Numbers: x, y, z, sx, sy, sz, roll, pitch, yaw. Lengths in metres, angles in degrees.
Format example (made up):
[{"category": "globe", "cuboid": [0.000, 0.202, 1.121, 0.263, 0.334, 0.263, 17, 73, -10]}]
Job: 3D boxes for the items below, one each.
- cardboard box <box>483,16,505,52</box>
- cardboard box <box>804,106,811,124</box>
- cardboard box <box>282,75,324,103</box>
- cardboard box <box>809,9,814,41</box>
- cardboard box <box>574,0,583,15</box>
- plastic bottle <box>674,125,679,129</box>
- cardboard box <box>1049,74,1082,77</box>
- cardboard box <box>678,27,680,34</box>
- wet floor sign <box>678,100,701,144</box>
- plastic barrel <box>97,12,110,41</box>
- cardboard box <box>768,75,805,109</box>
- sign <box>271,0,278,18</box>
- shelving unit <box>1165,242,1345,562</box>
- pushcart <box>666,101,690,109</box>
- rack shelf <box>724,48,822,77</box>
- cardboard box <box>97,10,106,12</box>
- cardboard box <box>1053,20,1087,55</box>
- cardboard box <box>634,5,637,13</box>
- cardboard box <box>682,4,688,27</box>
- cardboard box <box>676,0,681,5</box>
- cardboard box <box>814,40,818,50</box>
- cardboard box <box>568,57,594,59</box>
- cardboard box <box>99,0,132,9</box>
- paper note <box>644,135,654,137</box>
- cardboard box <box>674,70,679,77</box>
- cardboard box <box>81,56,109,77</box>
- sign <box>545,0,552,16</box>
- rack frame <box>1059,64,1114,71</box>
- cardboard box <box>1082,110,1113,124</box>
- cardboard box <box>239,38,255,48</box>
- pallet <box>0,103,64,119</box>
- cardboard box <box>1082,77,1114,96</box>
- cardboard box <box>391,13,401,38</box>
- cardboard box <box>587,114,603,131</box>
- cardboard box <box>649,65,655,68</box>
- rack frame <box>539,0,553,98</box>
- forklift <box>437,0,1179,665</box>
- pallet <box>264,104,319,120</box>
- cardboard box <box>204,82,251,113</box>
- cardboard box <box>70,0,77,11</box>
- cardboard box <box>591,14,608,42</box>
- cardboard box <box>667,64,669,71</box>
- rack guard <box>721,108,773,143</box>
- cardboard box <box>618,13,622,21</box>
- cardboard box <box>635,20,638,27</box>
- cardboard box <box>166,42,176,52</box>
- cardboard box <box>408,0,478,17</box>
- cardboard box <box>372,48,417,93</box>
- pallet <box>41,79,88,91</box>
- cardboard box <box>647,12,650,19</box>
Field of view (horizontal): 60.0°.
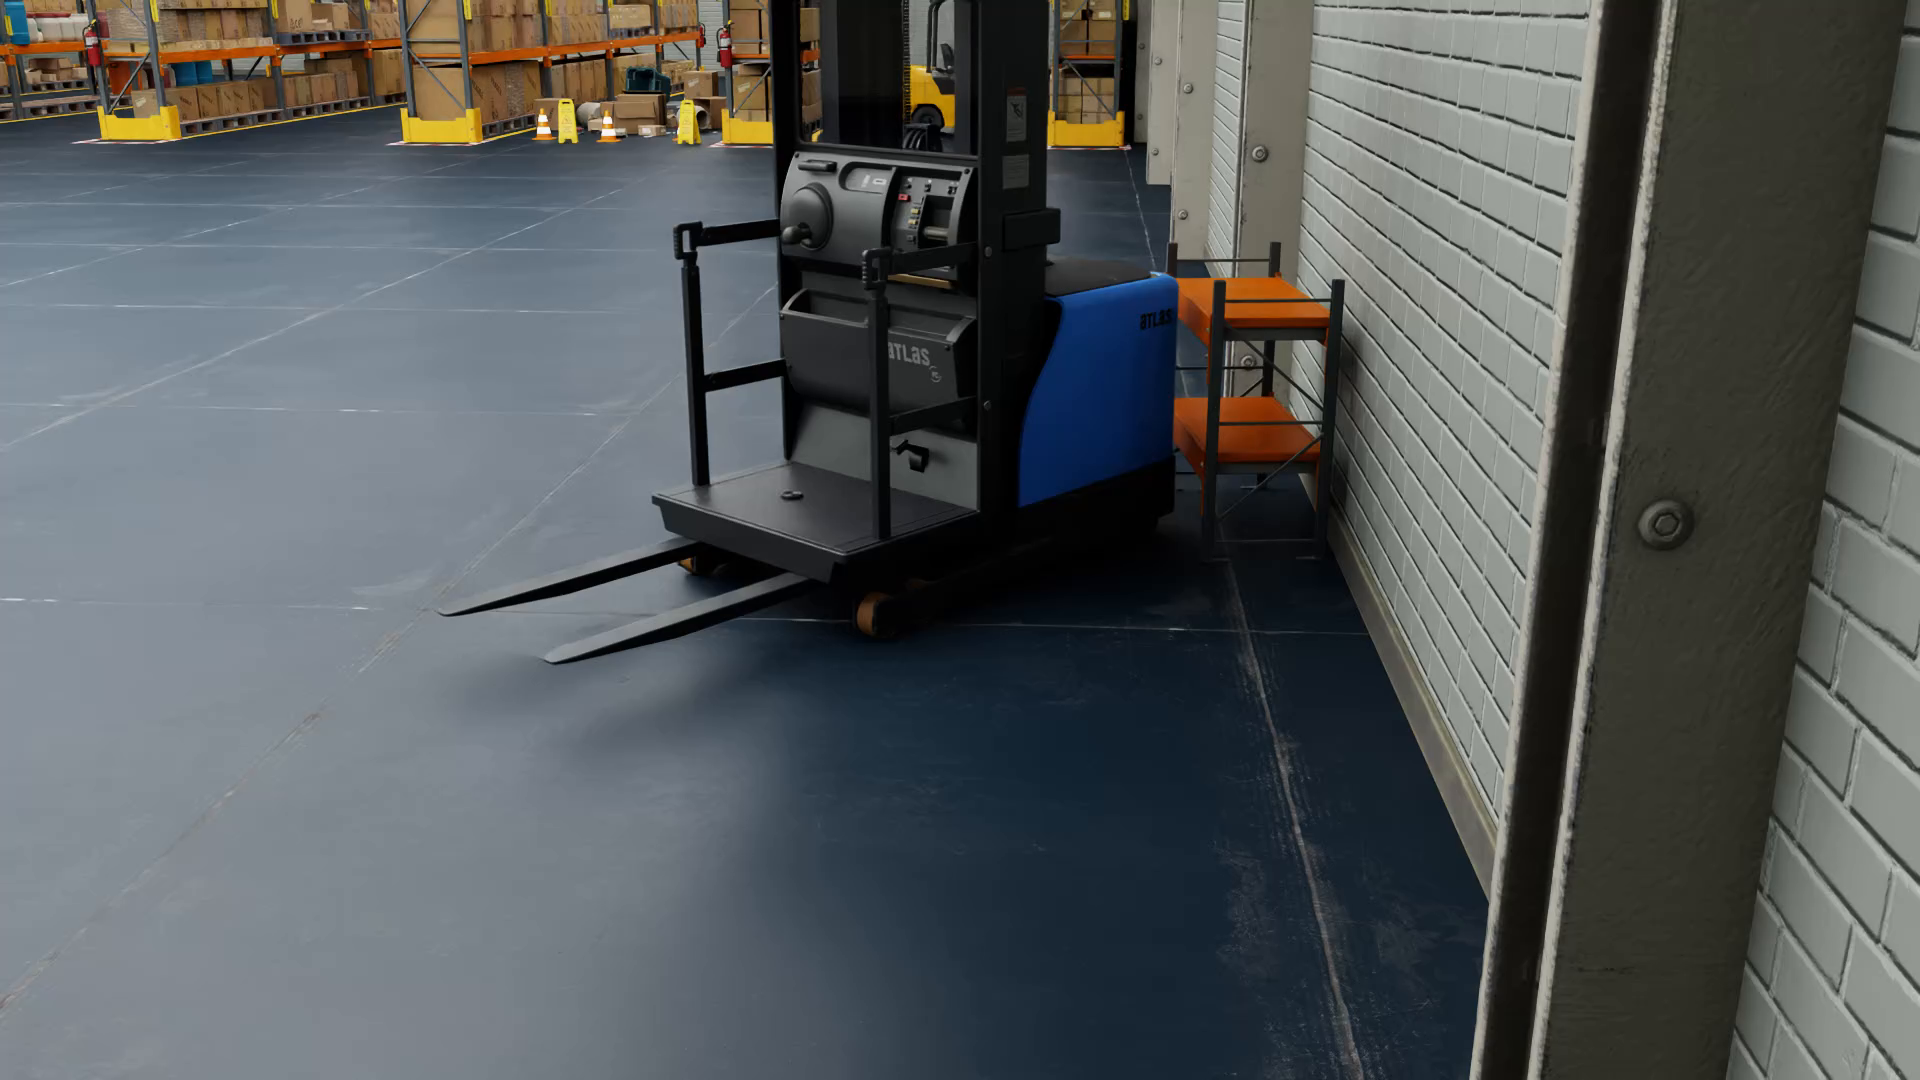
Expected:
[{"category": "cardboard box", "cuboid": [-7.837, -8.138, 26.701, 0.875, 0.550, 0.550, 1, 18, 4]}, {"category": "cardboard box", "cuboid": [-2.679, -6.825, 26.675, 0.500, 0.250, 0.500, 2, 18, 6]}, {"category": "cardboard box", "cuboid": [-12.497, -8.525, 31.432, 0.700, 0.500, 0.500, 0, 18, -1]}, {"category": "cardboard box", "cuboid": [-2.649, -8.336, 26.908, 0.500, 0.500, 0.500, 1, 18, 3]}, {"category": "cardboard box", "cuboid": [-7.540, -10.160, 31.345, 0.700, 0.500, 0.500, 1, 18, 3]}, {"category": "plastic bottle", "cuboid": [-4.734, -7.016, 28.237, 0.133, 0.061, 0.283, 4, 19, 13]}, {"category": "cardboard box", "cuboid": [1.673, -7.253, 26.377, 0.500, 0.250, 0.500, 2, 18, 5]}, {"category": "cardboard box", "cuboid": [-6.776, -11.952, 38.986, 0.380, 0.149, 0.250, 1, 18, 2]}, {"category": "wet floor sign", "cuboid": [-4.138, -6.375, 25.342, 0.267, 0.644, 0.232, 8, 20, 23]}, {"category": "plastic barrel", "cuboid": [-17.040, -10.259, 33.197, 0.600, 0.536, 0.708, 1, 18, 4]}, {"category": "cardboard box", "cuboid": [-2.722, -7.030, 26.097, 0.500, 0.500, 0.500, 1, 18, 2]}, {"category": "sign", "cuboid": [-12.113, -9.394, 29.385, 0.100, 0.325, 0.005, 1, 18, 4]}, {"category": "shelving unit", "cuboid": [1.186, -0.612, 6.984, 0.538, 1.125, 1.048, -1, 18, -3]}, {"category": "pushcart", "cuboid": [-5.048, -7.561, 29.391, 1.648, 0.377, 0.936, -5, 19, -15]}, {"category": "rack shelf", "cuboid": [-2.914, -7.808, 27.091, 1.077, 0.370, 4.000, 1, 18, 4]}, {"category": "cardboard box", "cuboid": [-21.436, -12.844, 41.143, 0.500, 0.500, 0.500, 2, 18, 6]}, {"category": "cardboard box", "cuboid": [1.667, -7.626, 25.217, 0.500, 0.500, 0.500, 1, 18, 3]}, {"category": "cardboard box", "cuboid": [-7.054, -11.247, 35.205, 0.380, 0.149, 0.250, 1, 18, 2]}, {"category": "cardboard box", "cuboid": [-6.699, -12.303, 39.016, 0.500, 0.500, 0.500, 1, 18, 4]}, {"category": "cardboard box", "cuboid": [-6.739, -12.610, 38.346, 0.500, 0.500, 0.500, 1, 18, 2]}, {"category": "cardboard box", "cuboid": [-2.559, -8.230, 27.625, 0.380, 0.149, 0.250, 1, 18, 3]}, {"category": "cardboard box", "cuboid": [-7.641, -9.679, 33.780, 0.500, 0.250, 0.500, 1, 18, 3]}, {"category": "cardboard box", "cuboid": [-13.149, -8.591, 26.079, 0.500, 0.500, 0.500, 1, 18, 4]}, {"category": "paper note", "cuboid": [-4.975, -6.456, 26.577, 0.148, 0.019, 0.142, -5, 19, -15]}, {"category": "cardboard box", "cuboid": [-6.739, -10.829, 38.582, 0.380, 0.149, 0.250, 1, 18, 3]}, {"category": "cardboard box", "cuboid": [-21.469, -11.789, 41.391, 0.500, 0.500, 0.500, 1, 18, 4]}, {"category": "sign", "cuboid": [-7.161, -9.287, 28.932, 0.100, 0.325, 0.005, 1, 18, 4]}, {"category": "rack frame", "cuboid": [2.181, -8.662, 28.540, 1.000, 3.000, 0.127, 1, 18, 4]}, {"category": "cardboard box", "cuboid": [2.124, -6.460, 25.563, 0.500, 0.250, 0.500, 1, 18, 4]}, {"category": "cardboard box", "cuboid": [-12.389, -8.566, 28.651, 0.380, 0.149, 0.250, 1, 18, 4]}, {"category": "pallet", "cuboid": [-17.578, -8.023, 31.068, 1.003, 0.211, 1.213, 1, 18, 4]}, {"category": "cardboard box", "cuboid": [2.117, -6.932, 25.398, 0.500, 0.250, 0.500, 1, 18, 3]}, {"category": "cardboard box", "cuboid": [-11.994, -10.747, 34.742, 0.500, 0.500, 0.500, 1, 18, 3]}, {"category": "cardboard box", "cuboid": [-6.001, -6.976, 27.787, 0.396, 0.266, 0.258, 4, 19, 13]}, {"category": "cardboard box", "cuboid": [-6.943, -10.111, 36.304, 0.500, 0.500, 0.500, 1, 18, 3]}, {"category": "rack frame", "cuboid": [-7.715, -8.850, 29.116, 1.000, 3.000, 0.127, 1, 18, 4]}, {"category": "forklift", "cuboid": [-0.458, -1.222, 5.946, 1.130, 2.935, 3.031, 16, 24, 40]}, {"category": "pallet", "cuboid": [-12.601, -7.909, 30.722, 1.003, 0.211, 1.213, 1, 18, 4]}, {"category": "cardboard box", "cuboid": [-12.757, -7.703, 28.954, 0.500, 0.500, 0.500, 7, 20, 21]}, {"category": "cardboard box", "cuboid": [-21.501, -13.002, 40.020, 0.500, 0.500, 0.500, 2, 18, 5]}, {"category": "cardboard box", "cuboid": [-7.193, -9.994, 32.446, 0.500, 0.500, 0.500, 1, 18, 4]}, {"category": "cardboard box", "cuboid": [-6.866, -10.810, 38.046, 0.380, 0.149, 0.250, 1, 18, 2]}, {"category": "rack guard", "cuboid": [-3.052, -6.365, 25.544, 1.175, 0.500, 0.348, 1, 18, 4]}, {"category": "cardboard box", "cuboid": [-7.142, -10.705, 34.029, 0.380, 0.149, 0.250, 1, 18, 4]}, {"category": "cardboard box", "cuboid": [-7.043, -10.965, 35.298, 0.380, 0.149, 0.250, 1, 18, 2]}, {"category": "cardboard box", "cuboid": [-12.646, -7.791, 26.287, 0.380, 0.149, 0.250, 1, 18, 4]}, {"category": "cardboard box", "cuboid": [-7.937, -8.307, 25.482, 0.875, 0.550, 0.550, 1, 18, 4]}, {"category": "cardboard box", "cuboid": [-12.226, -9.915, 35.103, 1.225, 0.875, 0.875, 1, 18, 4]}, {"category": "pallet", "cuboid": [-21.827, -10.967, 40.055, 1.003, 0.211, 1.213, 1, 18, 4]}, {"category": "cardboard box", "cuboid": [-6.973, -11.429, 36.235, 0.380, 0.149, 0.250, 2, 18, 6]}]
